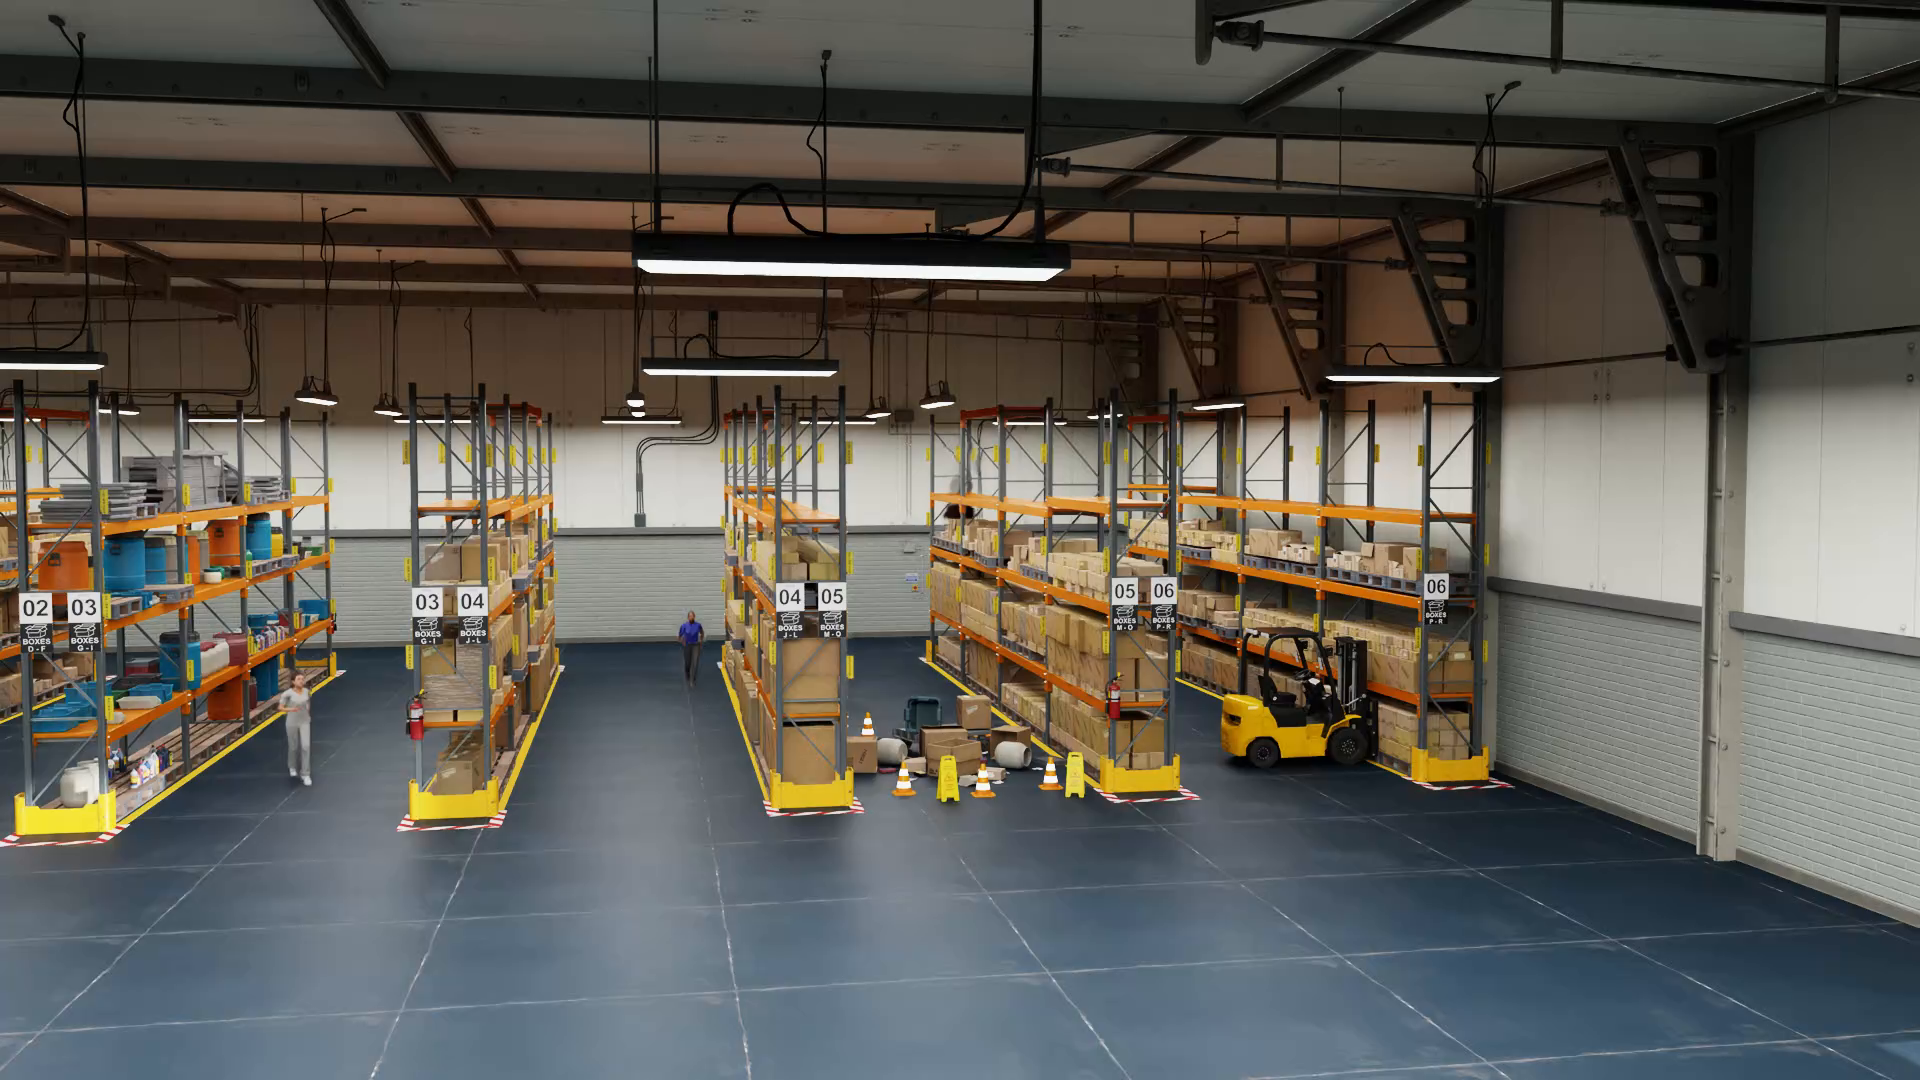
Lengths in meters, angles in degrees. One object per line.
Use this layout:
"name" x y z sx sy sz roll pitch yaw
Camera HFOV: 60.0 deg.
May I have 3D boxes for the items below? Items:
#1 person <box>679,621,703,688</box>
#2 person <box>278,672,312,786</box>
"person" -5.856 2.478 36.245 0.548 1.453 0.755 -1 3 -16
"person" -10.191 2.871 25.513 0.548 1.704 0.874 -2 4 -38
